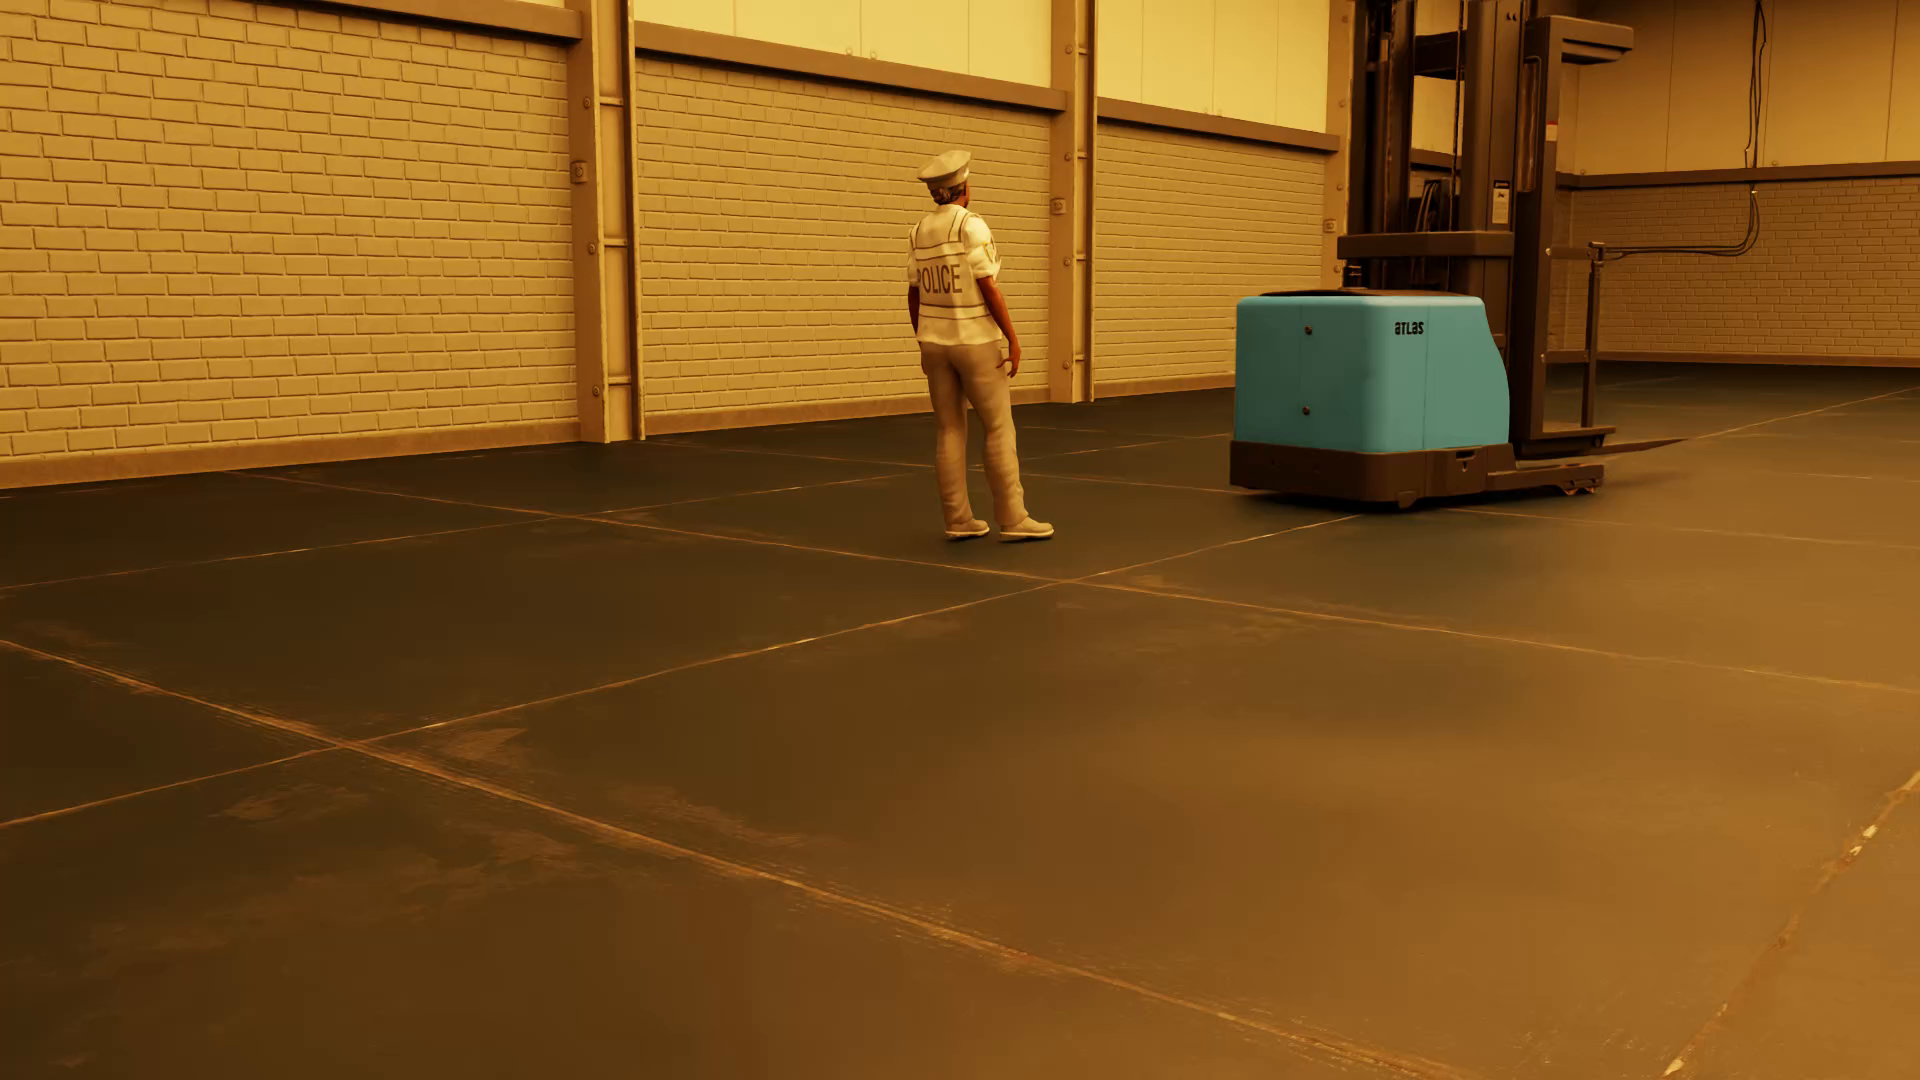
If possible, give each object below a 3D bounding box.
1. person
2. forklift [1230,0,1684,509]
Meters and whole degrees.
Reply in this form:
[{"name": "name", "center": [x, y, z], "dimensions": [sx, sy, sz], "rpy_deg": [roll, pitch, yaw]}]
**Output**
[{"name": "person", "center": [0.063, -0.852, 7.327], "dimensions": [0.569, 1.695, 0.528], "rpy_deg": [7, 11, 38]}, {"name": "forklift", "center": [2.944, -1.748, 9.229], "dimensions": [3.031, 2.935, 1.130], "rpy_deg": [-6, 10, -35]}]
